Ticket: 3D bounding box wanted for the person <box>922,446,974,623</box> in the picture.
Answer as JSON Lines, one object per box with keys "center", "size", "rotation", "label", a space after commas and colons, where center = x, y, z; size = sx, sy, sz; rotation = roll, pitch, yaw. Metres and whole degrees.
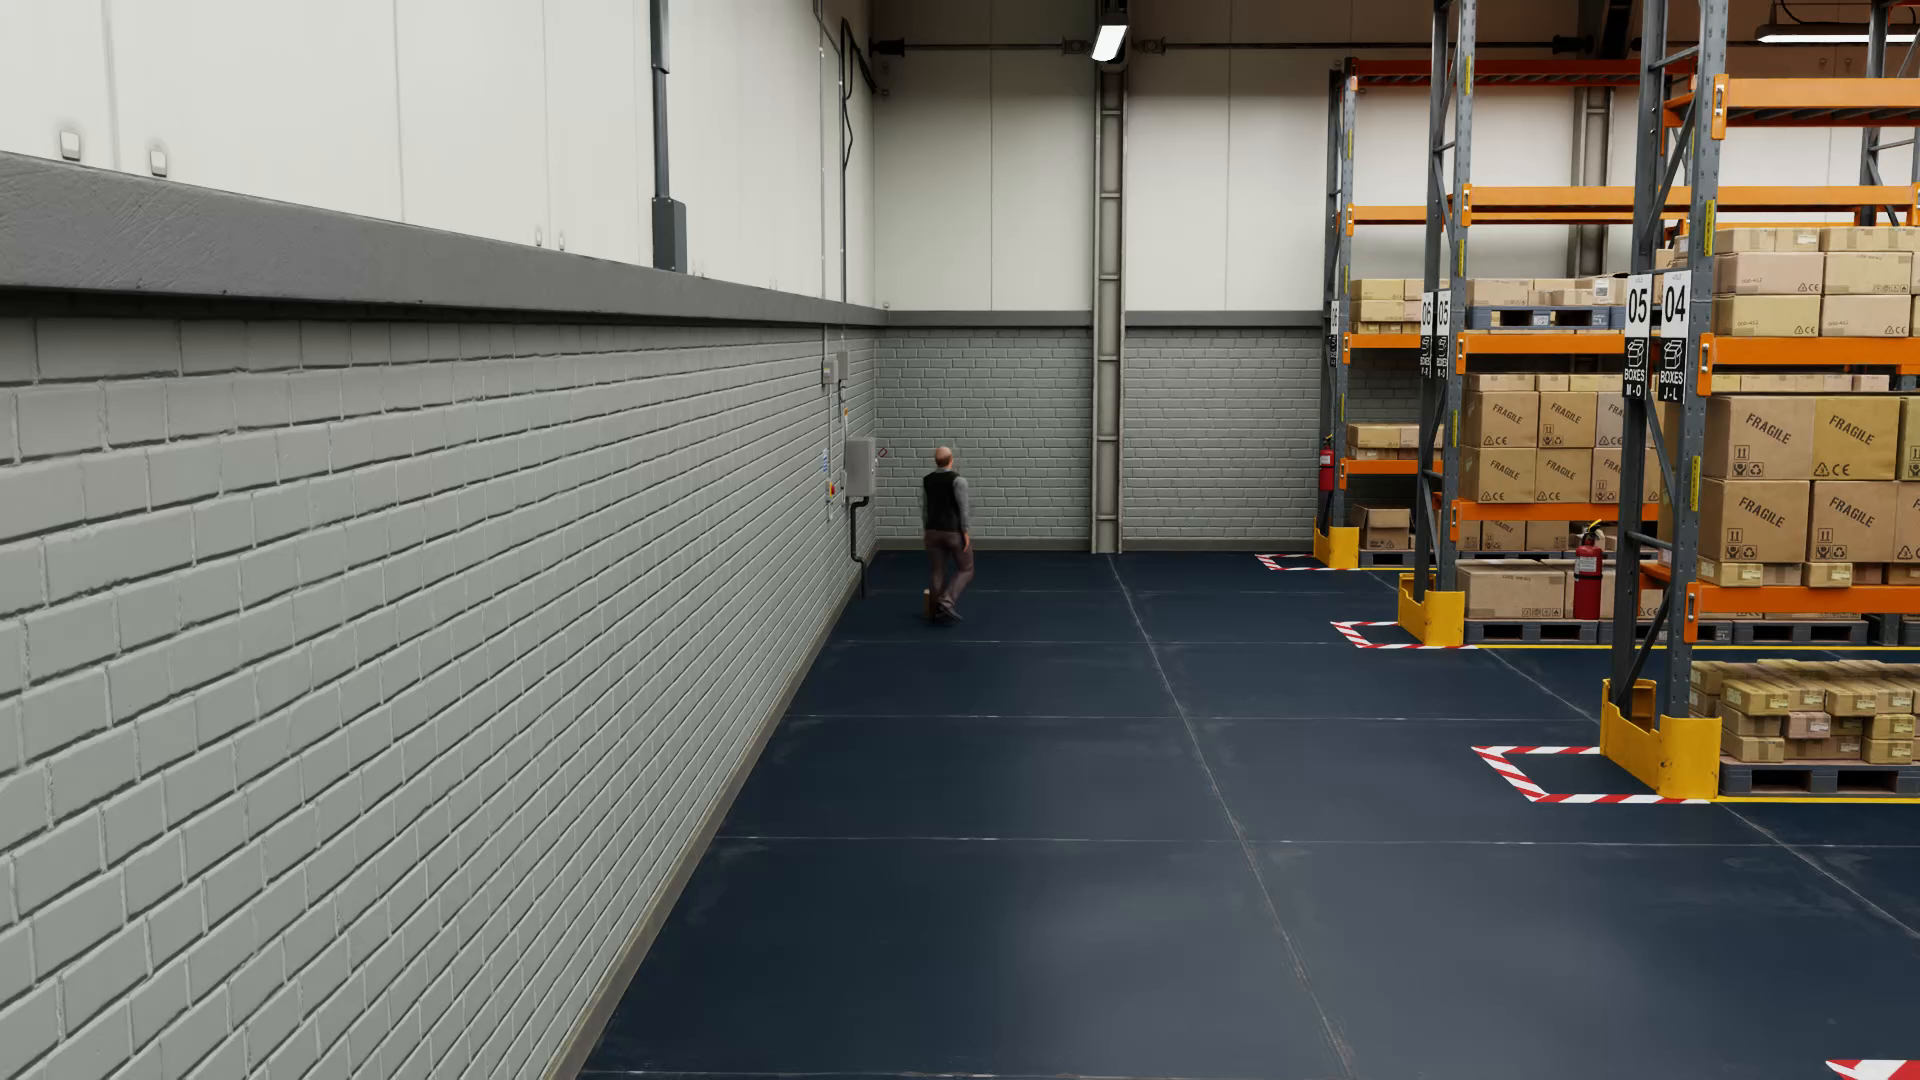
{"center": [-0.145, -0.044, 16.120], "size": [0.569, 1.722, 0.458], "rotation": [5, 9, 33], "label": "person"}
